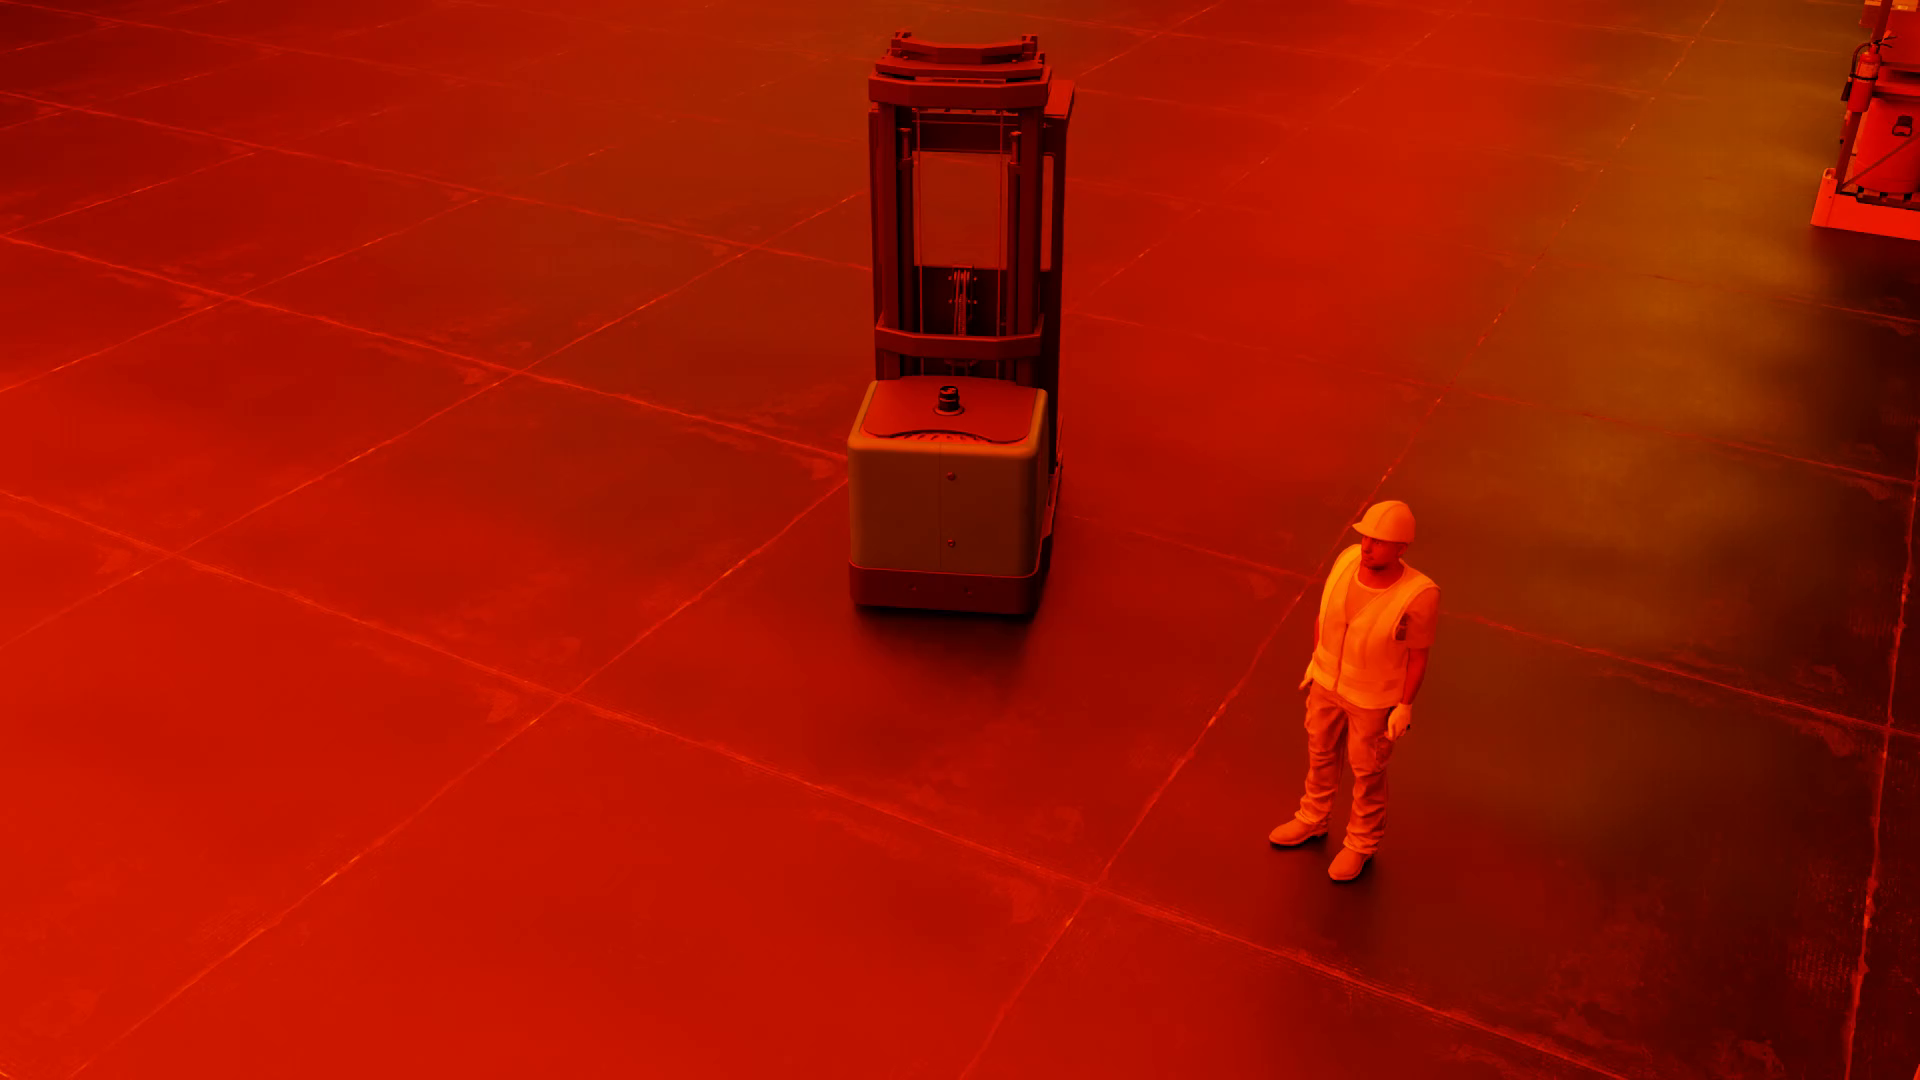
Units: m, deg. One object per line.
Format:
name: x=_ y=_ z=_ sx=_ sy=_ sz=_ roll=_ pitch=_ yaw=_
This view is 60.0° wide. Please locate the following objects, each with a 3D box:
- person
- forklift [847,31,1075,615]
person: x=1.695 y=0.638 z=7.114 sx=0.387 sy=1.789 sz=0.542 roll=-23 pitch=37 yaw=-34
forklift: x=0.072 y=-1.572 z=9.794 sx=1.130 sy=2.935 sz=3.031 roll=3 pitch=30 yaw=6
